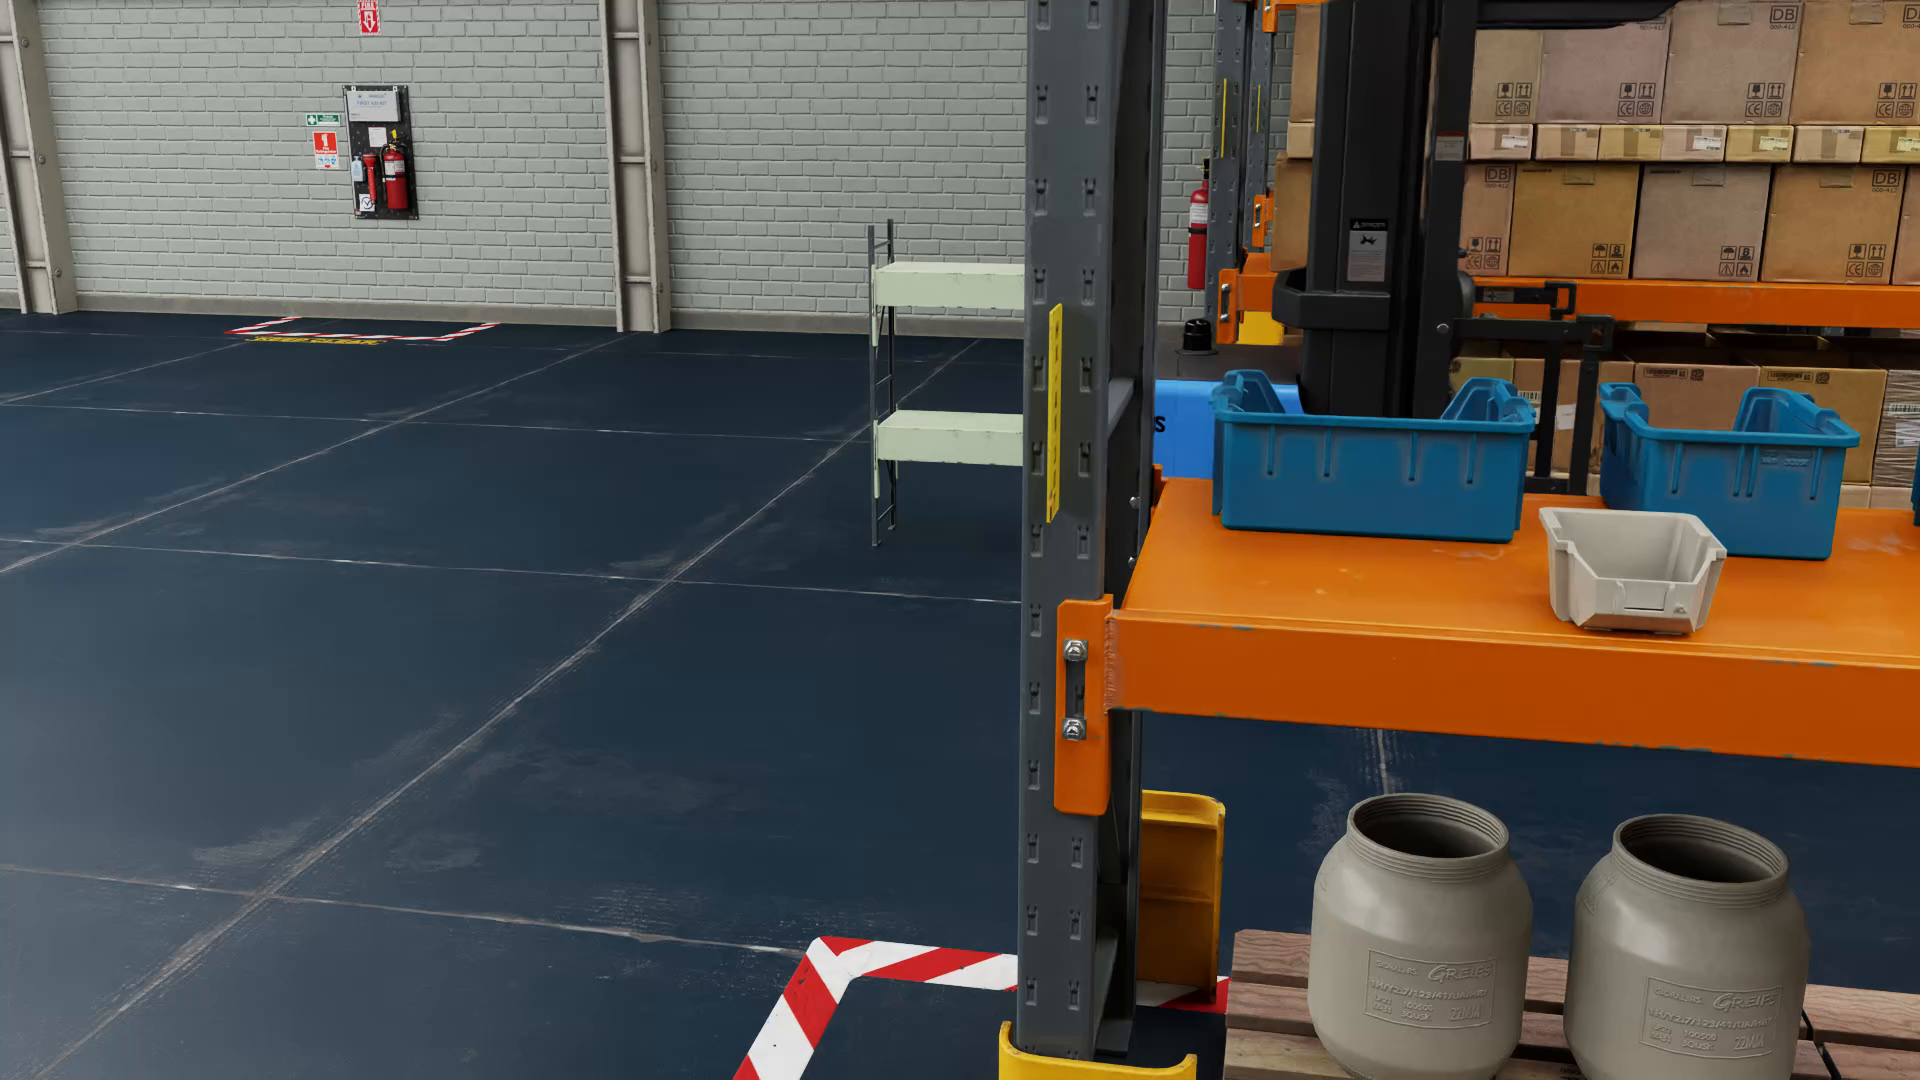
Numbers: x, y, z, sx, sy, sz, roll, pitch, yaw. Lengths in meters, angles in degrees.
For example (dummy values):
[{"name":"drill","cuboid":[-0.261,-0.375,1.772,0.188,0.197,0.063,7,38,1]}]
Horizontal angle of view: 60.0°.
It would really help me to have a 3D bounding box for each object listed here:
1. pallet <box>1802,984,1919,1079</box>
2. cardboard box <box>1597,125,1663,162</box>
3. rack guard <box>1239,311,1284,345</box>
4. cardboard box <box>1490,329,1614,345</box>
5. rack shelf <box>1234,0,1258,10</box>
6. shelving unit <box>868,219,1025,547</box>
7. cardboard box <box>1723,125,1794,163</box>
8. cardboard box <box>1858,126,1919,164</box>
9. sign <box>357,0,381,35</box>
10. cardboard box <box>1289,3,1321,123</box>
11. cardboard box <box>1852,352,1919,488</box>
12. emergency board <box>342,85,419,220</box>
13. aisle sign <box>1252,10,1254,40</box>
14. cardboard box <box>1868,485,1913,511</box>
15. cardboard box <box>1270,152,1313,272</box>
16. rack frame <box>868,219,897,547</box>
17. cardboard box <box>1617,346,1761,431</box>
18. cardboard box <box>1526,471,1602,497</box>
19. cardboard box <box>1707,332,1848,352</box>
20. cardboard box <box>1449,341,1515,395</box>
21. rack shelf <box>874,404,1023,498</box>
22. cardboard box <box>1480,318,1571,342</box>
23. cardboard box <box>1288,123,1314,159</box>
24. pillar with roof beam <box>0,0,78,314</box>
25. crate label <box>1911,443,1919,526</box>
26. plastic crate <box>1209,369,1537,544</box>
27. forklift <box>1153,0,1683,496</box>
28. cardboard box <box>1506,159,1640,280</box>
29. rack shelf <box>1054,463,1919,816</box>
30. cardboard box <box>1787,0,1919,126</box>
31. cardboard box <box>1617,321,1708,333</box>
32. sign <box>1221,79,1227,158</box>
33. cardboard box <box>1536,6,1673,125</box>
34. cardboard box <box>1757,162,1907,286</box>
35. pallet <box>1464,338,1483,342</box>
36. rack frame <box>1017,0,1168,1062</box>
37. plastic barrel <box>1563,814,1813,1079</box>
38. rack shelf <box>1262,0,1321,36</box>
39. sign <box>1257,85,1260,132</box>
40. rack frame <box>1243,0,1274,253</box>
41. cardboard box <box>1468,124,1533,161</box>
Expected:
[{"name":"pallet","cuboid":[2.330,1.241,3.116,1.213,0.211,1.003,3,16,11]},{"name":"cardboard box","cuboid":[2.854,-1.716,7.165,0.250,0.149,0.380,3,16,10]},{"name":"rack guard","cuboid":[2.308,-1.588,12.787,0.348,0.500,1.175,3,16,11]},{"name":"cardboard box","cuboid":[2.817,-0.739,8.000,0.500,0.500,0.500,3,16,11]},{"name":"rack shelf","cuboid":[3.210,-2.493,7.100,4.000,0.370,1.077,3,16,11]},{"name":"shelving unit","cuboid":[-0.007,-0.723,7.793,0.755,1.500,0.431,3,16,11]},{"name":"cardboard box","cuboid":[3.356,-1.688,7.064,0.250,0.149,0.380,4,16,13]},{"name":"cardboard box","cuboid":[3.864,-1.661,6.968,0.250,0.149,0.380,3,16,11]},{"name":"sign","cuboid":[-5.190,-4.590,14.599,0.199,0.298,0.001,3,16,11]},{"name":"cardboard box","cuboid":[1.757,-2.143,7.490,0.500,0.500,0.700,3,16,11]},{"name":"cardboard box","cuboid":[4.184,-0.523,7.221,0.500,0.500,0.500,3,16,11]},{"name":"emergency board","cuboid":[-5.202,-3.446,14.813,0.643,1.169,0.194,3,16,11]},{"name":"aisle sign","cuboid":[2.103,-3.974,11.851,0.004,0.787,0.394,3,16,11]},{"name":"cardboard box","cuboid":[4.184,-0.161,7.320,0.500,0.250,0.500,3,16,11]},{"name":"cardboard box","cuboid":[1.705,-1.520,7.674,0.500,0.500,0.700,3,16,11]},{"name":"rack frame","cuboid":[-0.365,-0.743,7.863,0.023,1.500,0.400,3,16,11]},{"name":"cardboard box","cuboid":[3.200,-0.572,7.396,0.500,0.500,0.500,3,16,11]},{"name":"cardboard box","cuboid":[2.712,-0.238,7.598,0.500,0.250,0.500,3,16,11]},{"name":"cardboard box","cuboid":[3.798,-0.686,7.808,0.500,0.500,0.500,3,16,11]},{"name":"cardboard box","cuboid":[2.221,-0.626,7.592,0.500,0.500,0.500,3,16,11]},{"name":"rack shelf","cuboid":[-0.007,-0.409,7.880,0.720,0.370,0.431,3,16,11]},{"name":"cardboard box","cuboid":[4.161,-1.661,12.227,0.500,0.500,0.700,2,16,8]},{"name":"cardboard box","cuboid":[1.591,-1.784,7.410,0.250,0.149,0.380,3,16,11]},{"name":"pillar with roof beam","cuboid":[-9.526,-5.389,10.588,0.400,9.000,9.100,3,16,11]},{"name":"crate label","cuboid":[2.117,-0.195,3.009,0.616,0.435,0.502,3,16,11]},{"name":"plastic crate","cuboid":[0.809,-0.185,3.318,0.616,0.251,0.499,3,16,11]},{"name":"forklift","cuboid":[2.014,-1.013,6.157,3.031,2.935,1.130,3,16,12]},{"name":"cardboard box","cuboid":[2.706,-1.466,7.477,0.500,0.500,0.700,3,16,11]},{"name":"rack shelf","cuboid":[2.219,0.248,2.824,4.000,0.370,1.077,3,16,11]},{"name":"cardboard box","cuboid":[3.747,-2.036,7.106,0.500,0.500,0.700,3,16,11]},{"name":"cardboard box","cuboid":[5.128,-1.636,12.136,0.500,0.500,0.500,2,16,7]},{"name":"sign","cuboid":[1.133,-1.811,7.140,0.005,0.325,0.100,3,16,11]},{"name":"cardboard box","cuboid":[2.767,-2.089,7.299,0.500,0.500,0.700,3,16,11]},{"name":"cardboard box","cuboid":[3.724,-1.412,7.282,0.500,0.500,0.700,3,16,12]},{"name":"pallet","cuboid":[4.289,-1.330,12.400,1.213,0.211,1.003,3,16,11]},{"name":"rack frame","cuboid":[0.259,-0.205,3.112,0.127,3.000,1.000,3,16,11]},{"name":"plastic barrel","cuboid":[1.410,0.834,3.237,0.421,0.512,0.421,0,15,0]},{"name":"rack shelf","cuboid":[4.193,-3.789,11.779,4.000,0.370,1.077,3,16,11]},{"name":"sign","cuboid":[2.125,-3.072,11.840,0.005,0.325,0.100,3,16,11]},{"name":"rack frame","cuboid":[2.233,-2.796,12.468,0.127,3.000,1.000,3,16,11]},{"name":"cardboard box","cuboid":[2.342,-1.743,7.262,0.250,0.149,0.380,3,16,10]}]
